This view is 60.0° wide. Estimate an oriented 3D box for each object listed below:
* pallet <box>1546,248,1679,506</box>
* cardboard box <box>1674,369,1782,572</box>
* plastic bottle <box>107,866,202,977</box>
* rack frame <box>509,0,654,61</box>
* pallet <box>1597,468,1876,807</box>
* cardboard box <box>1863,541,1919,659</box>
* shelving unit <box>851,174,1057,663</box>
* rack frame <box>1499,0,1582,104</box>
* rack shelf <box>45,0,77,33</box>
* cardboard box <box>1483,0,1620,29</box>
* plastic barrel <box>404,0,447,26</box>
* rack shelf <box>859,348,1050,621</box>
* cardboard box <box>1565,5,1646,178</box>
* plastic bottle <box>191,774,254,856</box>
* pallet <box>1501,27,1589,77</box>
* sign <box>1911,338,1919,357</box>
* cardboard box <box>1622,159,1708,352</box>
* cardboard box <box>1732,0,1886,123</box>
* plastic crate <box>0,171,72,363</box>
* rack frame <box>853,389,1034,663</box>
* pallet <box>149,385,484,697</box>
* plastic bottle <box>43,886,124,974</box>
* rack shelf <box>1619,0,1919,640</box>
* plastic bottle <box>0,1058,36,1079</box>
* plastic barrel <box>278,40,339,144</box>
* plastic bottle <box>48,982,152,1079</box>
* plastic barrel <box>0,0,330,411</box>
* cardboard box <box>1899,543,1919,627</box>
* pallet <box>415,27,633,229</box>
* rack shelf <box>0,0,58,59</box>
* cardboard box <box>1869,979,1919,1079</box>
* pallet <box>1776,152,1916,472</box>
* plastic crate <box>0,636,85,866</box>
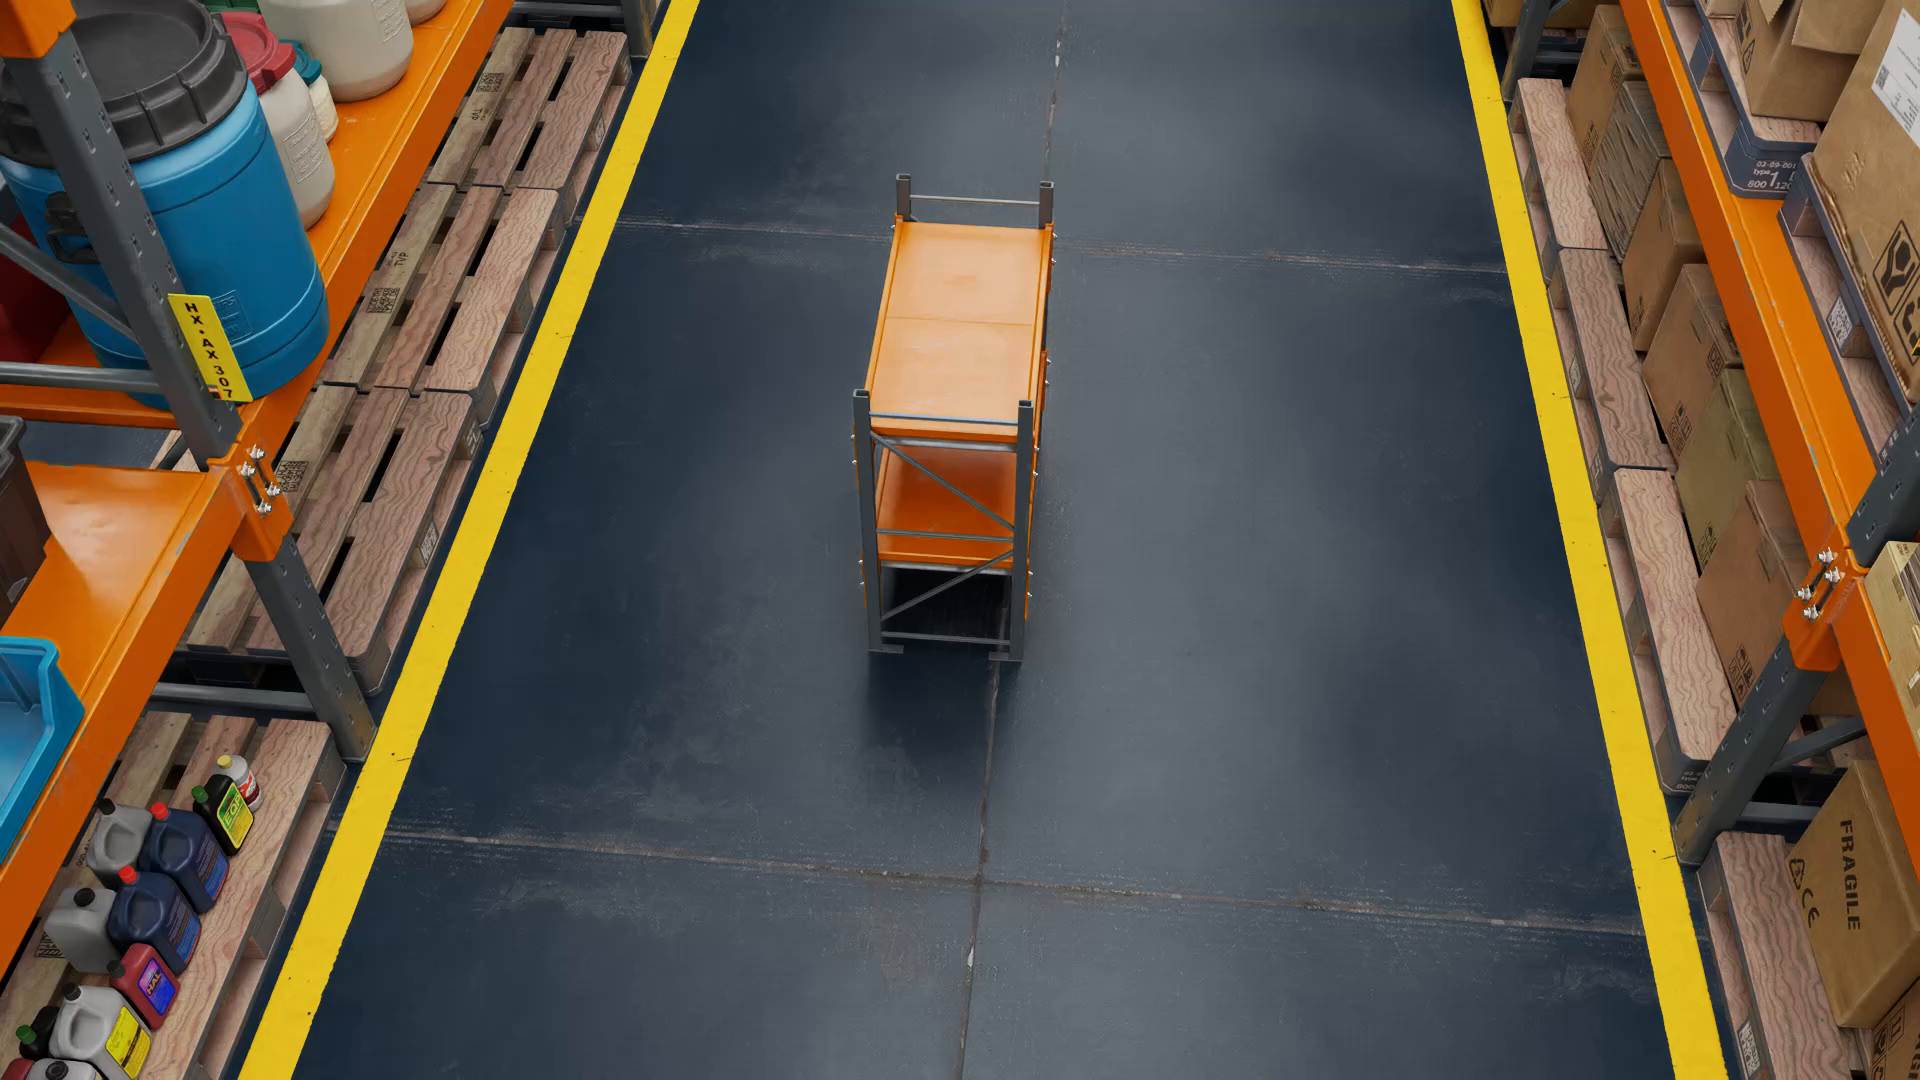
[{"bbox_3d":[2.788,-0.601,6.157,1.003,0.211,1.213,4,48,4],"label":"pallet"},{"bbox_3d":[2.749,-0.175,5.273,0.700,0.500,0.500,4,48,3],"label":"cardboard box"},{"bbox_3d":[-2.112,0.975,4.322,0.144,0.351,0.185,2,48,2],"label":"plastic bottle"},{"bbox_3d":[-1.958,-3.343,6.775,1.000,3.000,0.127,4,48,4],"label":"rack frame"},{"bbox_3d":[2.679,0.298,5.334,1.003,0.211,1.213,4,48,4],"label":"pallet"},{"bbox_3d":[2.291,0.152,3.749,0.380,0.149,0.250,4,48,4],"label":"cardboard box"},{"bbox_3d":[0.001,-0.385,5.339,0.538,1.125,1.048,4,48,4],"label":"shelving unit"},{"bbox_3d":[2.974,-3.010,6.470,1.000,3.000,0.127,4,48,4],"label":"rack frame"},{"bbox_3d":[-2.140,-2.643,4.589,1.077,0.370,4.000,4,48,4],"label":"rack shelf"},{"bbox_3d":[3.058,-2.941,7.562,1.225,0.875,0.875,2,48,2],"label":"cardboard box"},{"bbox_3d":[-1.911,-1.995,5.450,0.433,0.535,0.433,0,48,0],"label":"plastic barrel"},{"bbox_3d":[0.001,-0.220,5.520,0.538,0.278,1.000,4,48,4],"label":"rack shelf"},{"bbox_3d":[2.933,-1.821,6.779,0.700,0.500,0.500,2,48,1],"label":"cardboard box"},{"bbox_3d":[-2.038,0.740,4.583,0.061,0.283,0.133,6,48,5],"label":"plastic bottle"},{"bbox_3d":[3.121,-2.643,8.025,1.003,0.211,1.213,4,48,4],"label":"pallet"},{"bbox_3d":[2.057,-0.496,3.386,0.100,0.325,0.005,4,48,4],"label":"sign"},{"bbox_3d":[2.850,-0.996,6.024,0.700,0.500,0.500,7,48,7],"label":"cardboard box"},{"bbox_3d":[2.676,-1.527,4.760,0.797,0.503,0.637,8,48,8],"label":"cardboard box"},{"bbox_3d":[-2.583,-0.802,4.407,0.402,0.464,0.583,4,48,4],"label":"plastic crate"},{"bbox_3d":[-0.046,-0.011,4.998,0.500,1.125,0.032,4,48,4],"label":"rack frame"},{"bbox_3d":[-2.290,-0.042,5.646,1.003,0.211,1.213,4,48,4],"label":"pallet"},{"bbox_3d":[-2.262,1.009,4.342,0.152,0.276,0.135,4,48,4],"label":"plastic bottle"},{"bbox_3d":[2.792,-1.298,5.392,1.077,0.370,4.000,4,48,4],"label":"rack shelf"},{"bbox_3d":[-2.266,1.348,4.027,0.061,0.283,0.133,4,48,4],"label":"plastic bottle"},{"bbox_3d":[-2.049,-1.320,5.018,0.301,0.262,0.301,0,48,0],"label":"plastic barrel"},{"bbox_3d":[-2.141,1.213,4.105,0.144,0.351,0.185,4,48,3],"label":"plastic bottle"},{"bbox_3d":[-1.986,-0.837,4.143,0.600,0.901,0.708,4,48,4],"label":"plastic barrel"},{"bbox_3d":[2.507,0.122,3.337,0.875,0.500,0.500,4,48,4],"label":"cardboard box"},{"bbox_3d":[-2.067,-1.835,7.286,1.003,0.211,1.213,4,48,4],"label":"pallet"},{"bbox_3d":[-2.505,0.296,1.901,1.077,0.370,4.000,4,48,4],"label":"rack shelf"},{"bbox_3d":[2.489,1.344,3.898,0.500,0.500,0.500,18,50,16],"label":"cardboard box"},{"bbox_3d":[2.824,-0.558,4.358,1.003,0.211,1.213,4,48,4],"label":"pallet"},{"bbox_3d":[-2.153,0.478,3.381,0.499,0.251,0.616,4,48,4],"label":"plastic crate"}]
